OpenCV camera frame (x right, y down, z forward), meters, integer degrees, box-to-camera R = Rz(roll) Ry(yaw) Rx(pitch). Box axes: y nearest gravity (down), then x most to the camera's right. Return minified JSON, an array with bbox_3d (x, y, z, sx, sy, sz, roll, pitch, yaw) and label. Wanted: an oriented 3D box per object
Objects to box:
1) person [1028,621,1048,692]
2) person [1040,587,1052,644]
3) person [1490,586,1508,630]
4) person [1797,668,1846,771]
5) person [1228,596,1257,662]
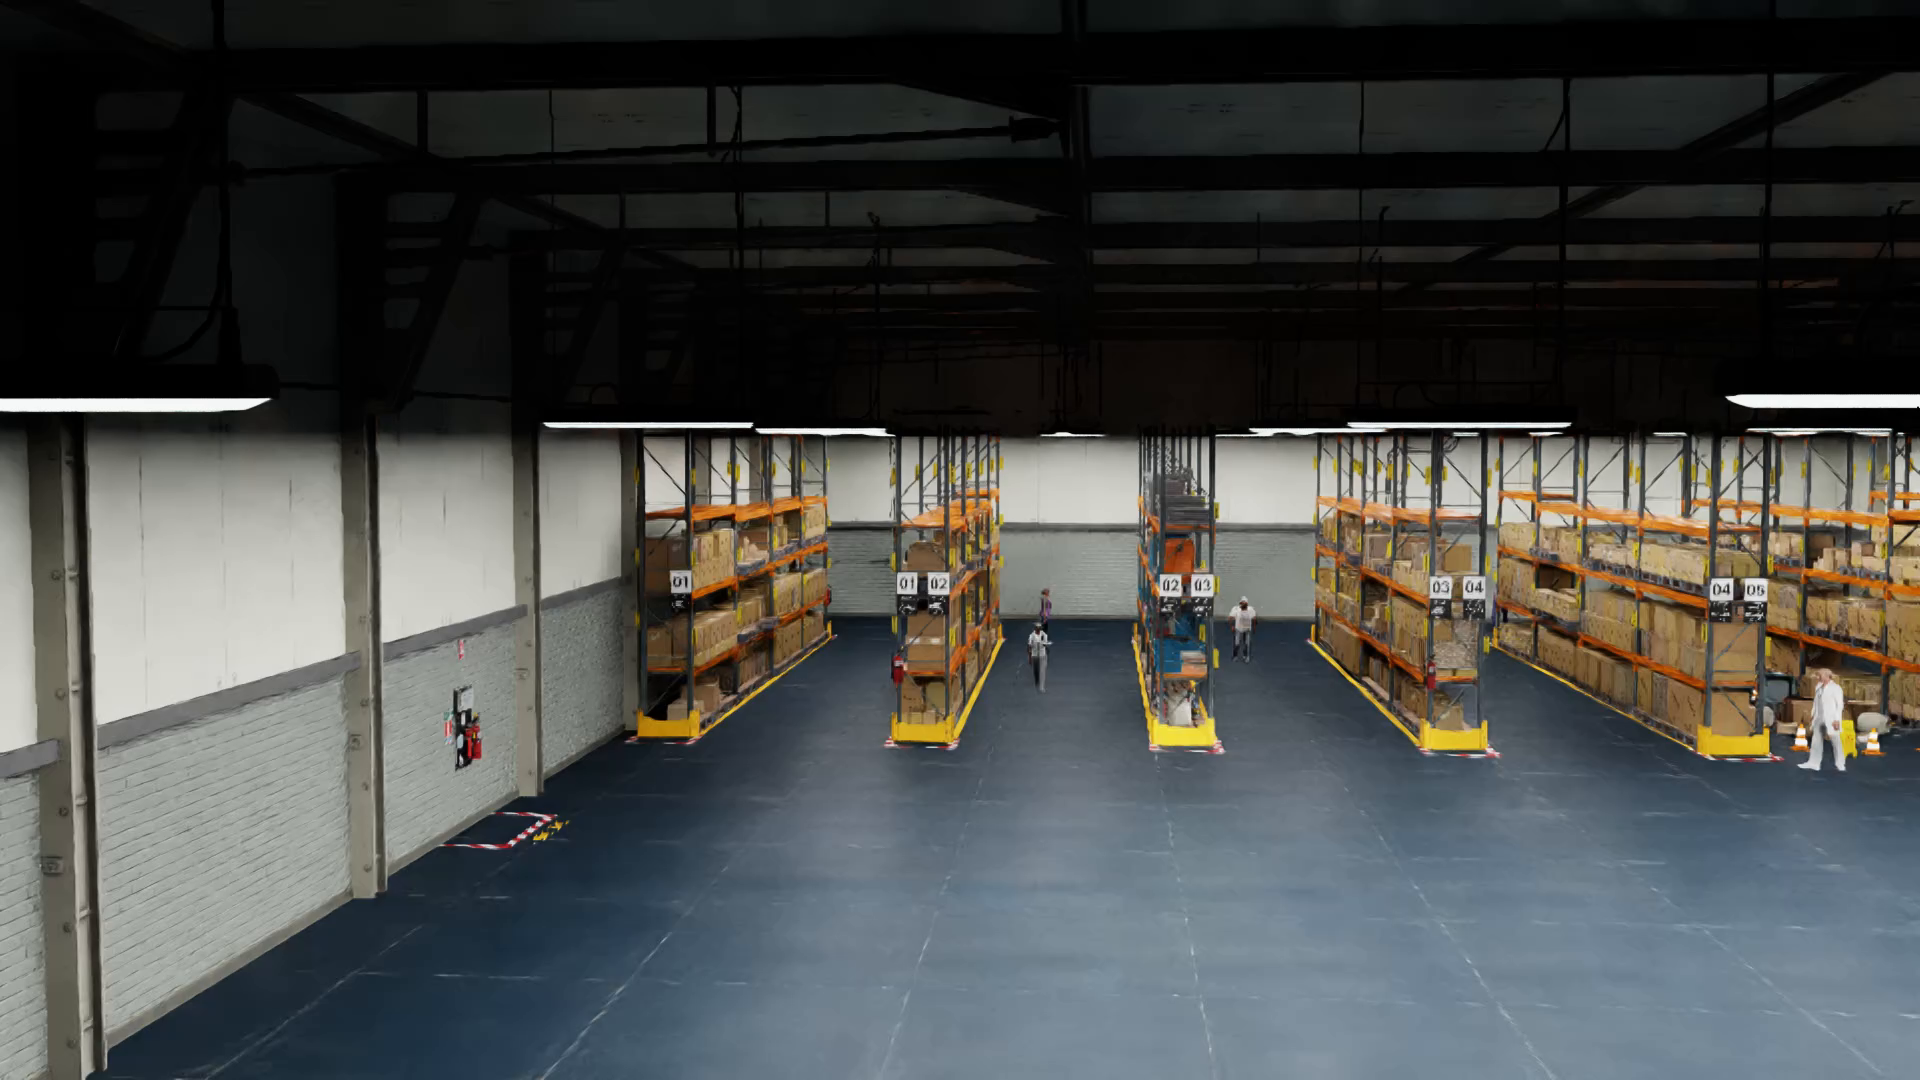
[{"bbox_3d":[1.772,2.616,37.703,0.456,1.589,1.088,0,4,7],"label":"person"},{"bbox_3d":[2.350,2.112,46.275,0.458,1.592,0.605,0,3,1],"label":"person"},{"bbox_3d":[16.179,1.907,49.716,0.523,1.584,0.946,2,4,26],"label":"person"},{"bbox_3d":[14.912,3.089,28.680,0.671,1.774,0.699,-1,4,-18],"label":"person"},{"bbox_3d":[7.242,2.282,42.601,0.719,1.714,0.578,0,3,2],"label":"person"}]
